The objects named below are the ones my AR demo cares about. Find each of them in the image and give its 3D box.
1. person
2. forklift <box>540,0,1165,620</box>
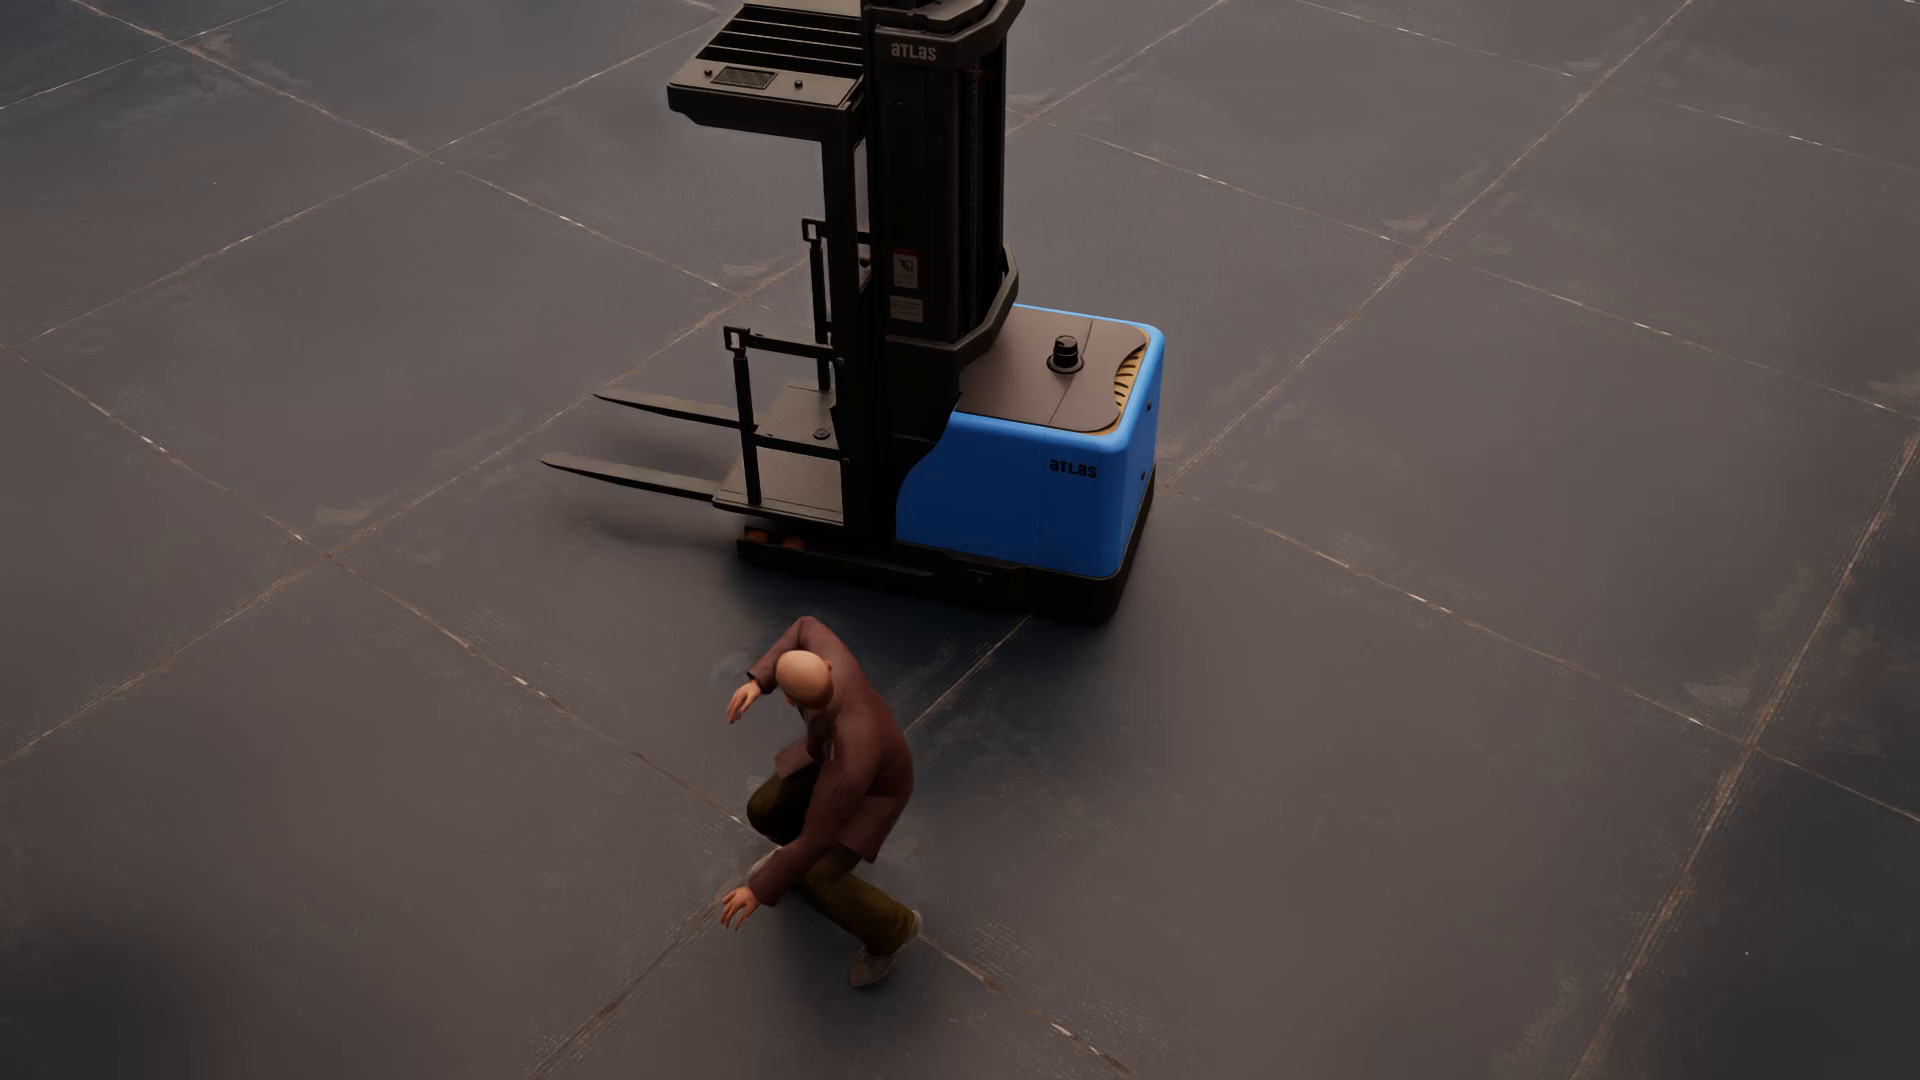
[{"bbox_3d":[-0.588,0.942,6.103,0.910,1.526,0.846,-19,44,-21],"label":"person"},{"bbox_3d":[-0.592,-1.281,7.577,3.031,2.935,1.130,11,42,12],"label":"forklift"}]
